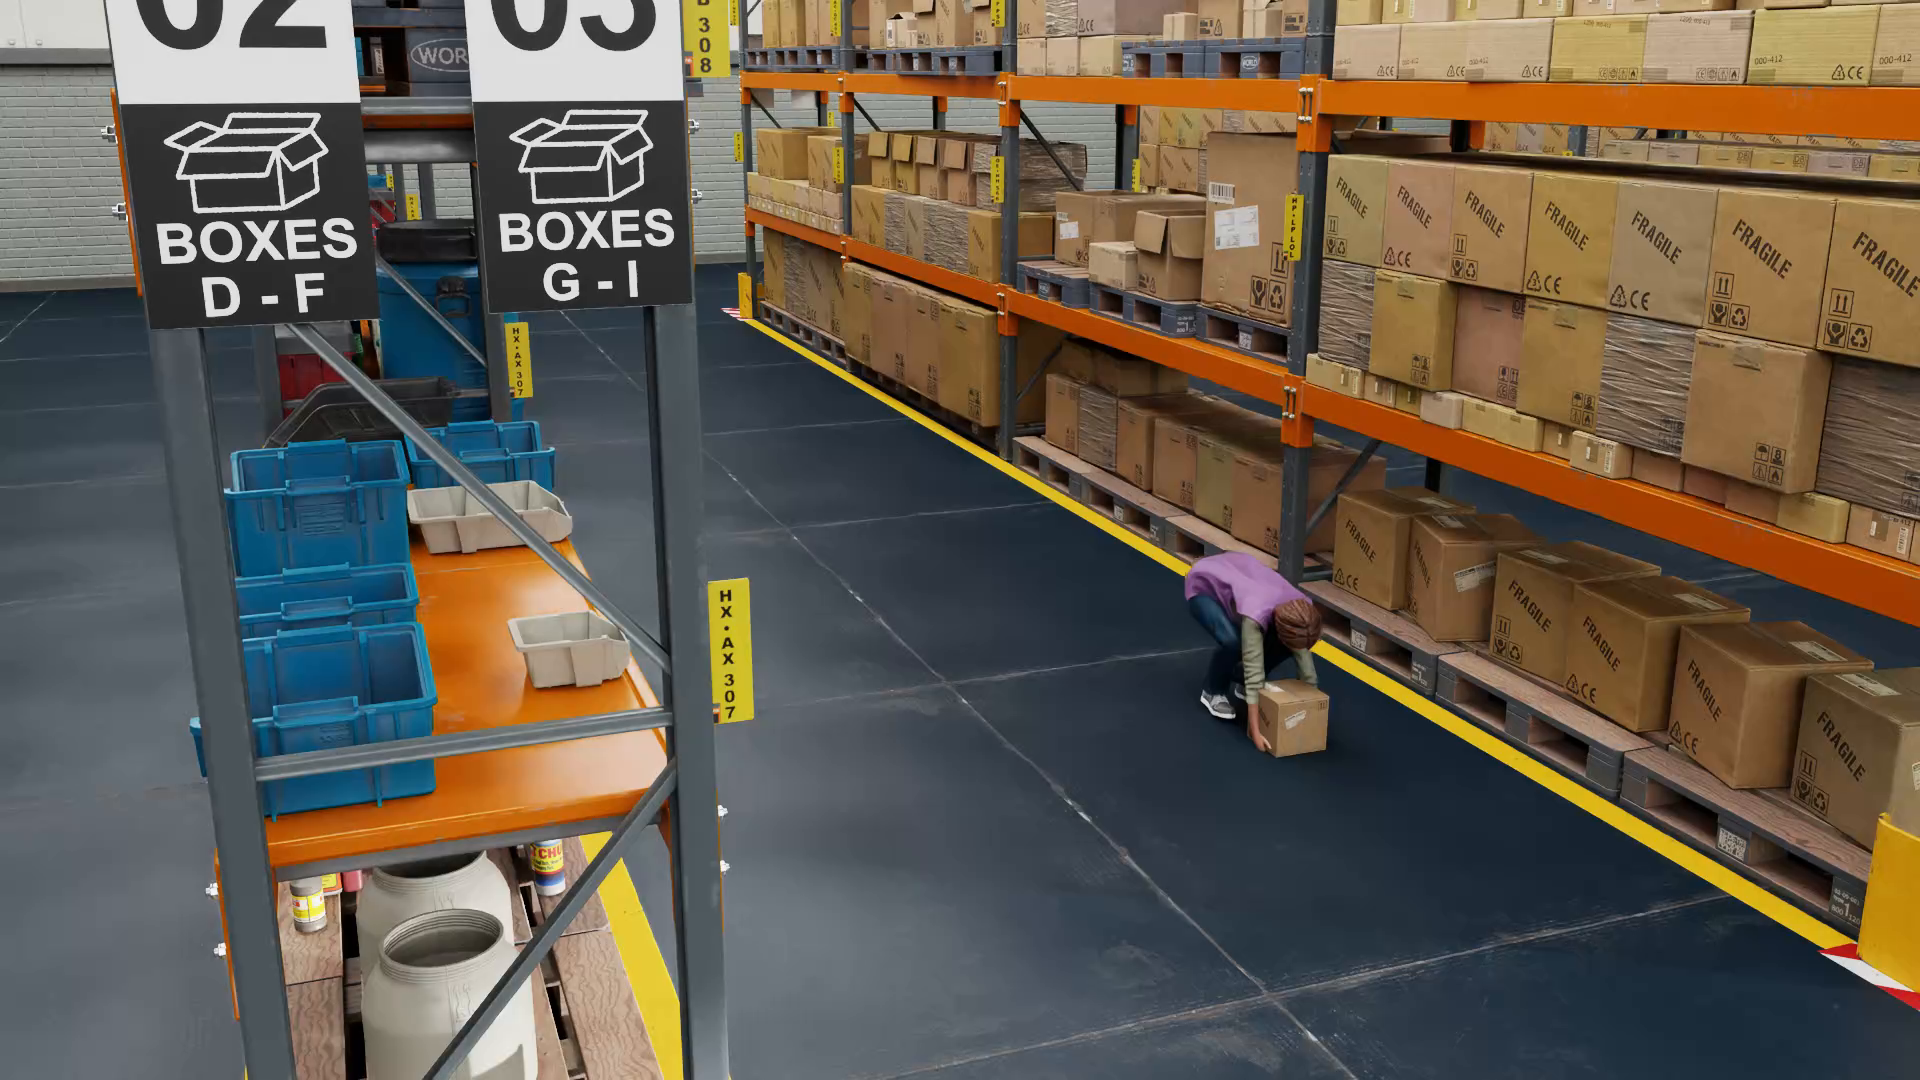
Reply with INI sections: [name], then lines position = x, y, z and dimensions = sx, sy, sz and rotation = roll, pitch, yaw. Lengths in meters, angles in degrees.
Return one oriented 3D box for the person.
[person]
position = 1.336, 0.383, 7.475
dimensions = 0.417, 0.898, 0.855
rotation = -7, 17, -22
